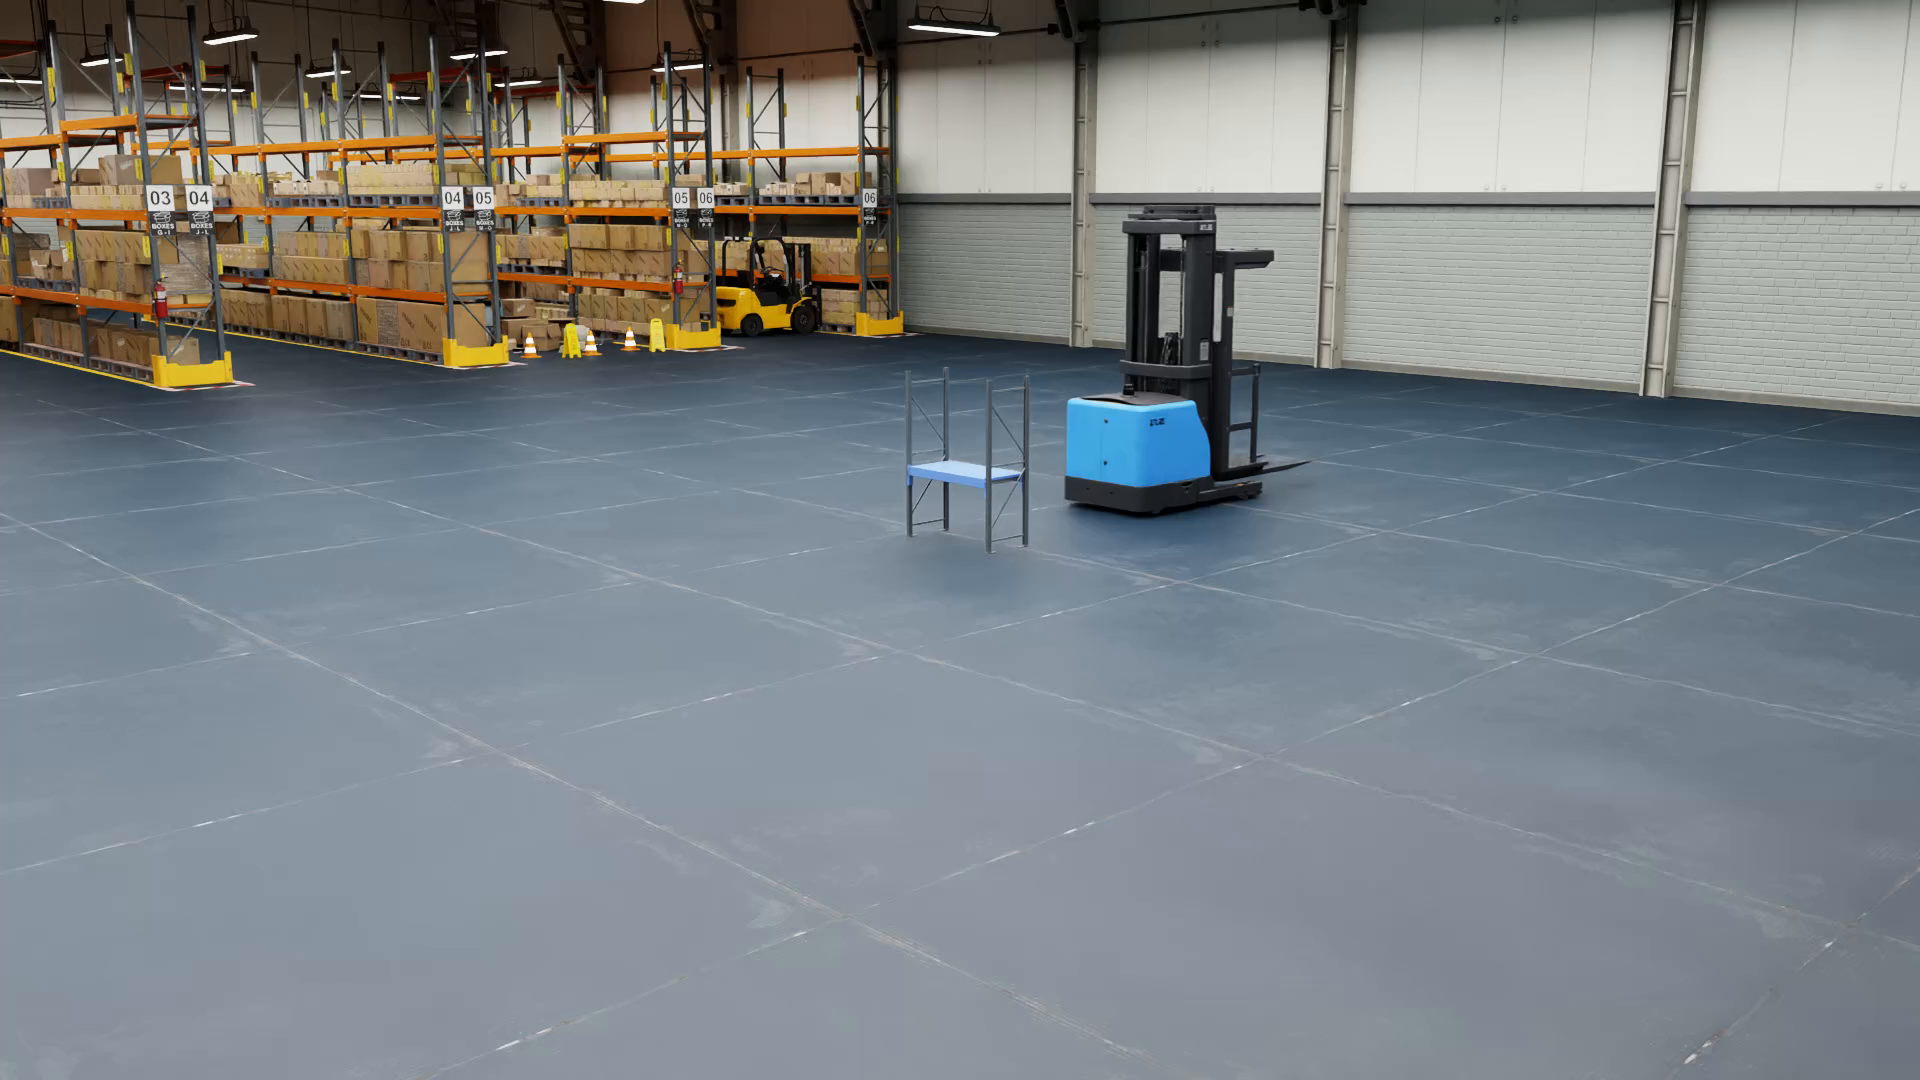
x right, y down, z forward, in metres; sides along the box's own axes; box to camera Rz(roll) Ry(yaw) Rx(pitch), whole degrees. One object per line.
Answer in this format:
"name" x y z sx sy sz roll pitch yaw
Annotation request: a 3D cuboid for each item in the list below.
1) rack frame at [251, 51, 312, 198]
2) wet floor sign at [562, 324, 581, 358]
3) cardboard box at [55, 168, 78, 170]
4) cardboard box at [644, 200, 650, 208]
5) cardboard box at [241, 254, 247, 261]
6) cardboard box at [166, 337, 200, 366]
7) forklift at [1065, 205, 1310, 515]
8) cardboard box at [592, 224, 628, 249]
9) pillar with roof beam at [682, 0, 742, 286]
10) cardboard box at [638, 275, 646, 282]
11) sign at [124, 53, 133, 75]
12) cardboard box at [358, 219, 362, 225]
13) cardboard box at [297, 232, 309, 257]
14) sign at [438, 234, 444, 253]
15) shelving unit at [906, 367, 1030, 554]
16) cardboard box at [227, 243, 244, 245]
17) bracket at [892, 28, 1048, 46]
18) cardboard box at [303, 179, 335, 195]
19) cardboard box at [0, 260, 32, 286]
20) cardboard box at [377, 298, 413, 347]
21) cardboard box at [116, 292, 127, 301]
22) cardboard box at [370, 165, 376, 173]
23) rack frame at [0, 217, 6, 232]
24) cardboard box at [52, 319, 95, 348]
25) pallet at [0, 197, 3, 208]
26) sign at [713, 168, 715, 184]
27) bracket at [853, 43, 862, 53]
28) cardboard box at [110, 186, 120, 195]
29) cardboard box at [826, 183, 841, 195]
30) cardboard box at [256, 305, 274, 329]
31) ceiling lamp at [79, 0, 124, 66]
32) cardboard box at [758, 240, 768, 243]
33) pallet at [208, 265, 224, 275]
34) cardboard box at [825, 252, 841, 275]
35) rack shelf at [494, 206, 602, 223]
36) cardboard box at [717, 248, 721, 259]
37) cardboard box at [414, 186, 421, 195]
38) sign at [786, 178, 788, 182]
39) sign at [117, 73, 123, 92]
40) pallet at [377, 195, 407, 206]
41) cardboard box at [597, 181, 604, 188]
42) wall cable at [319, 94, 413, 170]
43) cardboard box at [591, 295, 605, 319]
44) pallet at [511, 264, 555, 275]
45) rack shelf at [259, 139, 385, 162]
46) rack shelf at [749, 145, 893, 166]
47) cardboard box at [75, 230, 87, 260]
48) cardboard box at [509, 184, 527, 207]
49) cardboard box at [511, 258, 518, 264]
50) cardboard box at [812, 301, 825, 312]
"rack frame" -14.439 -8.816 35.400 1.000 3.000 0.127 -11 16 -43
"wet floor sign" -7.462 -3.828 31.894 0.232 0.644 0.267 8 14 35
"cardboard box" -16.893 -6.781 31.473 0.500 0.500 0.500 -11 16 -42
"cardboard box" -6.207 -6.849 33.909 0.380 0.149 0.250 -10 15 -41
"cardboard box" -15.478 -6.191 36.372 0.380 0.149 0.250 -10 16 -41
"cardboard box" -12.990 -3.108 27.718 0.500 0.500 0.500 -7 14 -32
"forklift" 2.457 -1.909 16.914 3.031 2.935 1.130 -11 16 -42
"cardboard box" -7.355 -6.433 35.241 0.700 0.500 0.500 -11 16 -44
"pillar with roof beam" -8.902 -9.548 38.954 9.100 9.000 0.548 -11 16 -43
"cardboard box" -6.433 -5.411 34.366 0.380 0.149 0.250 -11 16 -42
"sign" -12.987 -7.432 25.978 0.100 0.325 0.005 -11 16 -43
"cardboard box" -15.523 -8.324 43.548 0.380 0.149 0.250 -11 16 -42
"cardboard box" -13.430 -6.201 34.850 0.700 0.500 0.500 -11 16 -43
"sign" -9.316 -5.319 29.840 0.100 0.325 0.005 -11 16 -43
"shelving unit" 0.059 -0.722 14.700 0.538 1.500 1.048 -11 16 -43
"cardboard box" -16.783 -6.804 38.609 0.380 0.149 0.250 -10 15 -40
"bracket" 0.175 -10.546 34.881 0.076 0.066 4.783 -11 16 -43
"cardboard box" -13.046 -7.199 33.918 0.500 0.311 0.500 11 16 43
"cardboard box" -18.616 -5.287 32.894 0.500 0.500 0.500 -10 15 -41
"cardboard box" -10.668 -4.226 32.215 0.875 0.875 0.875 -11 16 -42
"cardboard box" -14.029 -4.127 28.134 0.380 0.149 0.250 -11 16 -43
"cardboard box" -10.965 -7.036 31.553 0.380 0.149 0.250 -11 16 -42
"rack frame" -20.858 -5.785 35.555 1.000 3.000 0.127 -11 16 -43
"cardboard box" -16.830 -3.936 31.687 0.700 0.500 0.500 -9 15 -38
"pallet" -18.579 -6.664 32.858 1.213 0.211 1.003 -10 15 -40
"sign" -5.012 -7.387 33.734 0.100 0.325 0.005 -11 16 -43
"bracket" -2.189 -11.046 37.306 0.235 0.232 0.430 -11 16 -43
"cardboard box" -13.882 -5.812 27.639 0.250 0.149 0.380 11 16 42
"cardboard box" -2.783 -7.880 37.337 0.396 0.266 0.258 -11 16 -42
"cardboard box" -15.082 -4.918 36.504 0.500 0.500 0.500 -11 16 -43
"ceiling lamp" -18.289 -11.844 35.634 0.800 3.185 2.000 -11 16 -43
"cardboard box" -4.573 -7.115 39.419 0.380 0.149 0.250 -10 16 -41
"pallet" -16.779 -6.235 38.218 1.003 0.211 1.213 -11 16 -43
"cardboard box" -2.698 -6.268 37.652 0.500 0.500 0.500 -10 15 -41
"rack shelf" -9.547 -7.407 37.778 1.077 0.370 4.000 -11 16 -43
"cardboard box" -5.812 -7.047 40.816 0.500 0.250 0.500 -10 16 -41
"cardboard box" -9.740 -6.386 30.375 0.380 0.149 0.250 -11 16 -42
"sign" -4.178 -8.529 39.965 0.100 0.325 0.005 -11 16 -43
"sign" -14.928 -8.125 29.535 0.100 0.325 0.005 -11 16 -43
"pallet" -10.281 -6.420 31.427 1.003 0.211 1.213 -11 16 -43
"cardboard box" -7.438 -7.498 35.086 0.250 0.149 0.380 11 16 43
"wall cable" -17.999 -11.984 50.686 2.988 3.039 0.133 -11 16 -43
"cardboard box" -7.576 -5.024 35.779 0.500 0.500 0.500 -10 15 -40
"pallet" -9.532 -6.205 38.069 1.003 0.211 1.213 -11 16 -43
"rack shelf" -13.058 -7.975 34.096 1.077 0.370 4.000 -11 16 -43
"rack shelf" -3.198 -8.788 38.042 1.077 0.370 4.000 -11 16 -43
"cardboard box" -15.207 -5.200 29.257 0.500 0.500 0.500 -11 16 -43
"cardboard box" -9.855 -7.883 38.050 0.797 0.503 0.637 -11 16 -43
"cardboard box" -10.114 -6.432 38.277 0.380 0.149 0.250 -10 15 -39
"cardboard box" -3.089 -5.385 38.150 0.500 0.250 0.500 -11 16 -44
